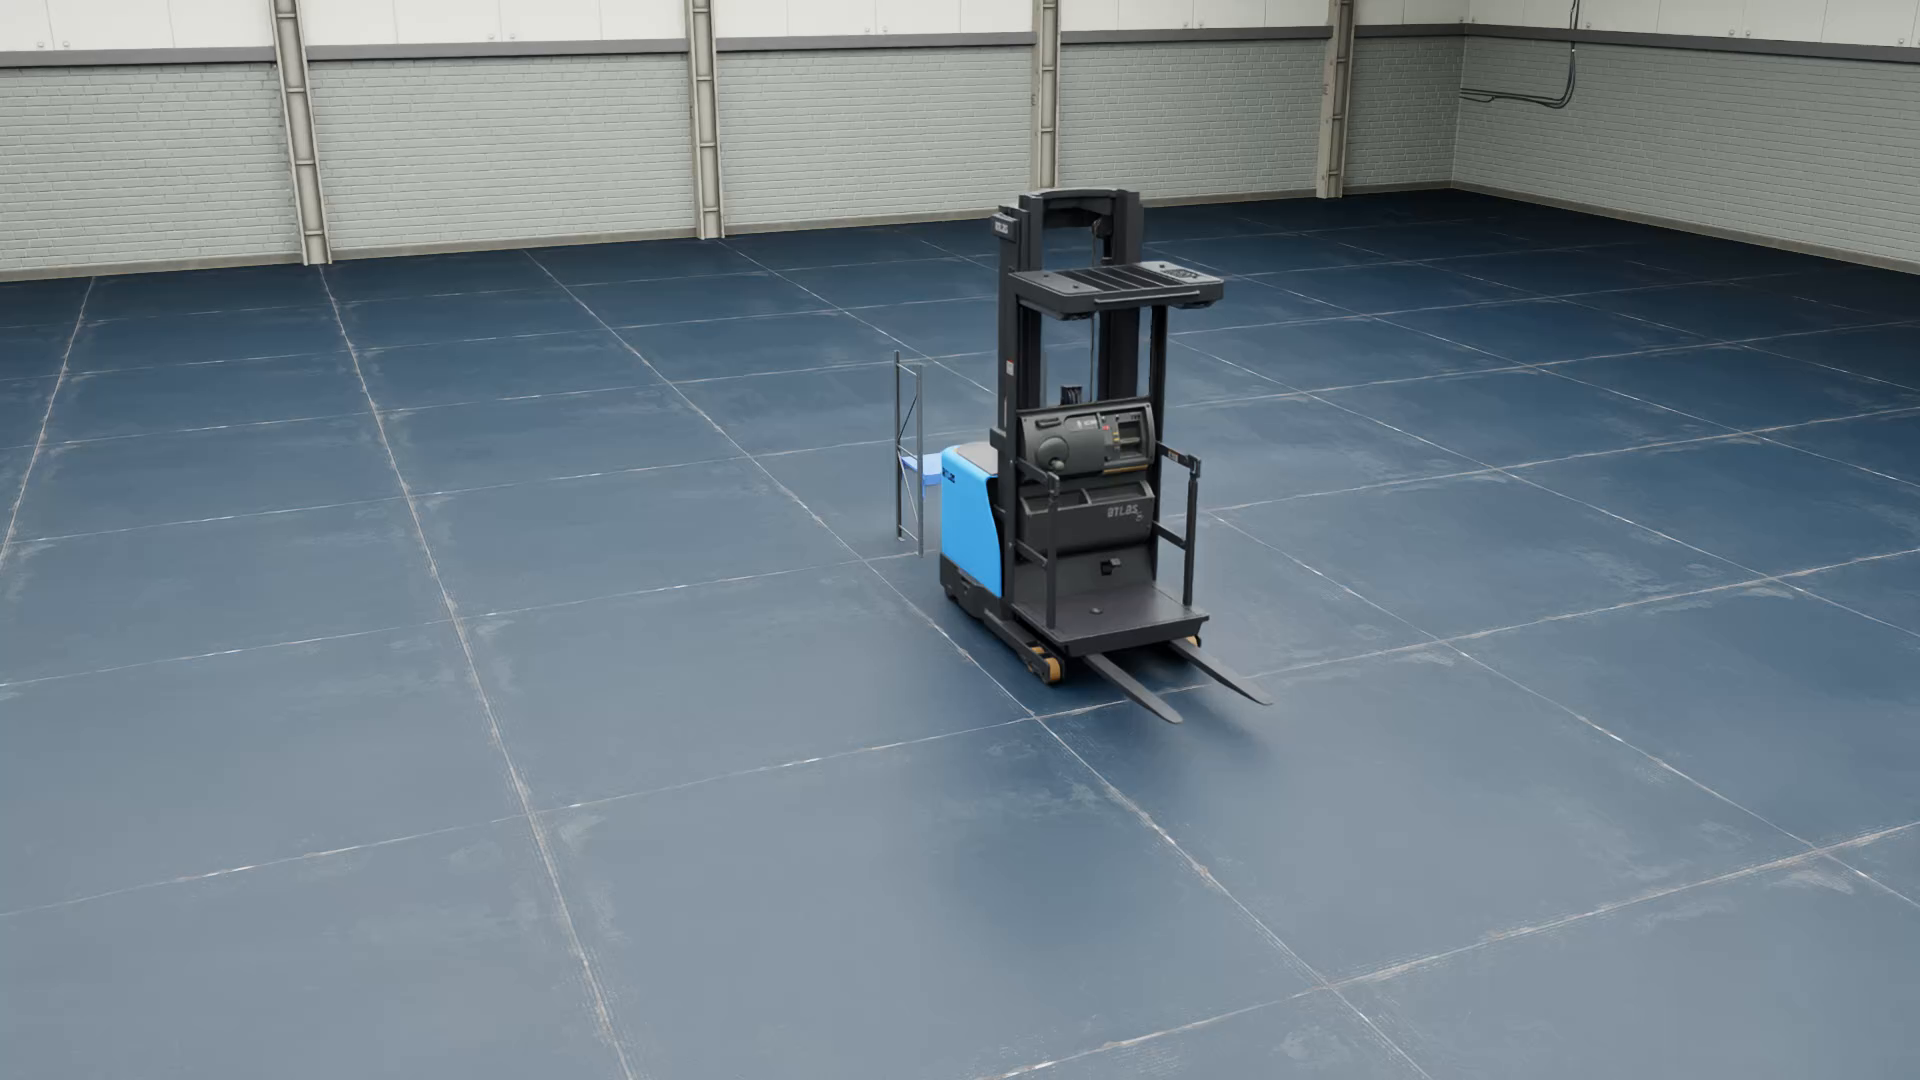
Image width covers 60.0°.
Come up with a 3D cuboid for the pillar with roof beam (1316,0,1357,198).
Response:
[{"bbox_3d":[8.678,-9.422,26.232,0.400,9.000,9.100,-8,21,-22],"label":"pillar with roof beam"}]

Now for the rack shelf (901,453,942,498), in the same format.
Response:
[{"bbox_3d":[0.078,-0.549,12.865,1.000,0.185,0.538,-8,21,-22],"label":"rack shelf"}]

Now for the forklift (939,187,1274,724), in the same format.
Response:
[{"bbox_3d":[0.909,-0.640,10.426,1.130,2.935,3.031,-8,21,-22],"label":"forklift"}]

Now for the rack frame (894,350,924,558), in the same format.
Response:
[{"bbox_3d":[-0.388,-0.652,12.615,0.032,1.500,0.500,-8,21,-22],"label":"rack frame"}]

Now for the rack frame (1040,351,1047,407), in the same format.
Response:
[{"bbox_3d":[0.545,-0.786,12.995,0.032,1.500,0.500,-8,21,-22],"label":"rack frame"}]

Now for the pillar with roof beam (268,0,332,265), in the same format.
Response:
[{"bbox_3d":[-7.850,-7.054,19.507,0.400,9.000,9.100,-8,21,-22],"label":"pillar with roof beam"}]

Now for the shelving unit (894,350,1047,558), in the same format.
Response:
[{"bbox_3d":[0.078,-0.719,12.805,1.048,1.500,0.538,-8,21,-22],"label":"shelving unit"}]

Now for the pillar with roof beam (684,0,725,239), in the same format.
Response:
[{"bbox_3d":[-2.341,-7.843,21.749,0.400,9.000,9.100,-8,21,-22],"label":"pillar with roof beam"}]

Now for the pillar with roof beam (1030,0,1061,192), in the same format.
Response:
[{"bbox_3d":[3.169,-8.633,23.990,0.400,9.000,9.100,-8,21,-22],"label":"pillar with roof beam"}]

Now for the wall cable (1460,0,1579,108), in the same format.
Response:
[{"bbox_3d":[10.201,-9.255,30.432,0.112,2.526,3.097,-8,21,-22],"label":"wall cable"}]
